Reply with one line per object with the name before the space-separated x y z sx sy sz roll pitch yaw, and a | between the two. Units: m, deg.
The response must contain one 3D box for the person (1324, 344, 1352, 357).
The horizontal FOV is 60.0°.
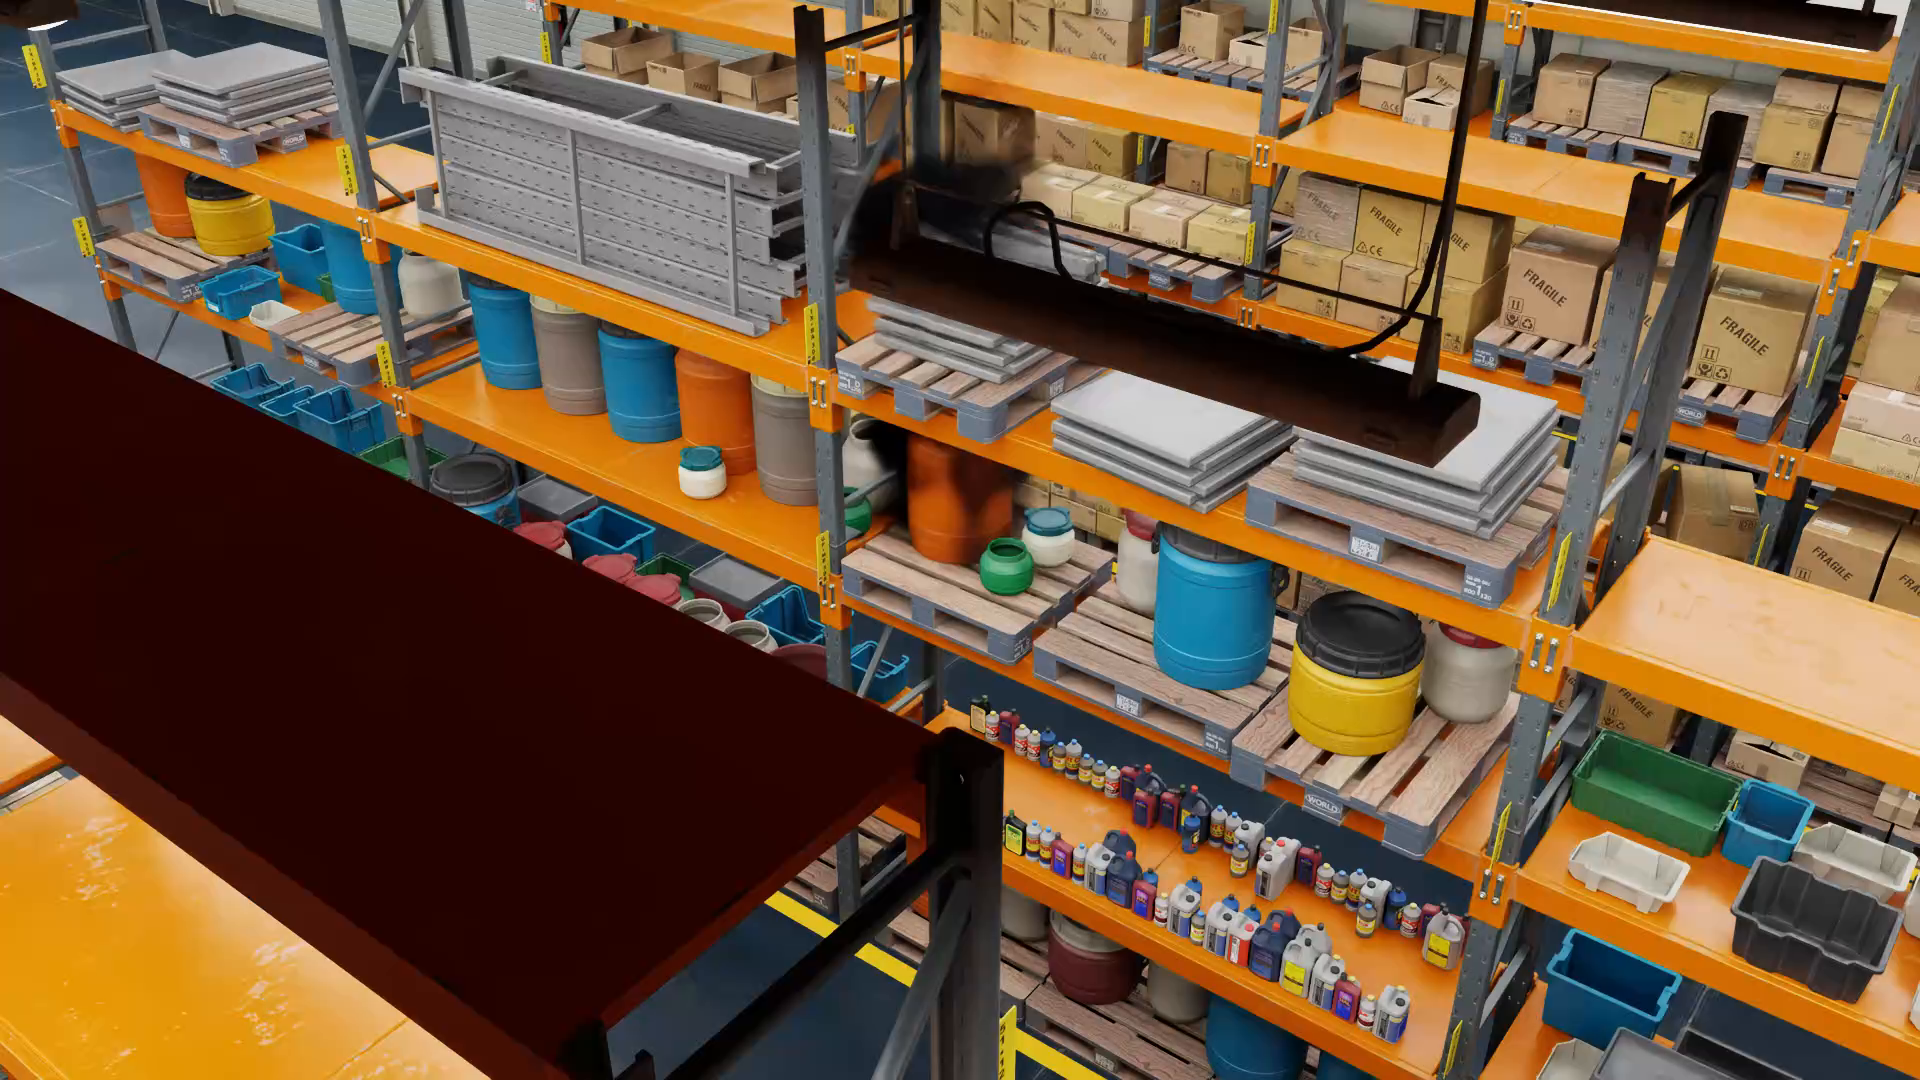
person | 3.427 -1.197 15.586 0.875 1.746 0.677 20 37 30
